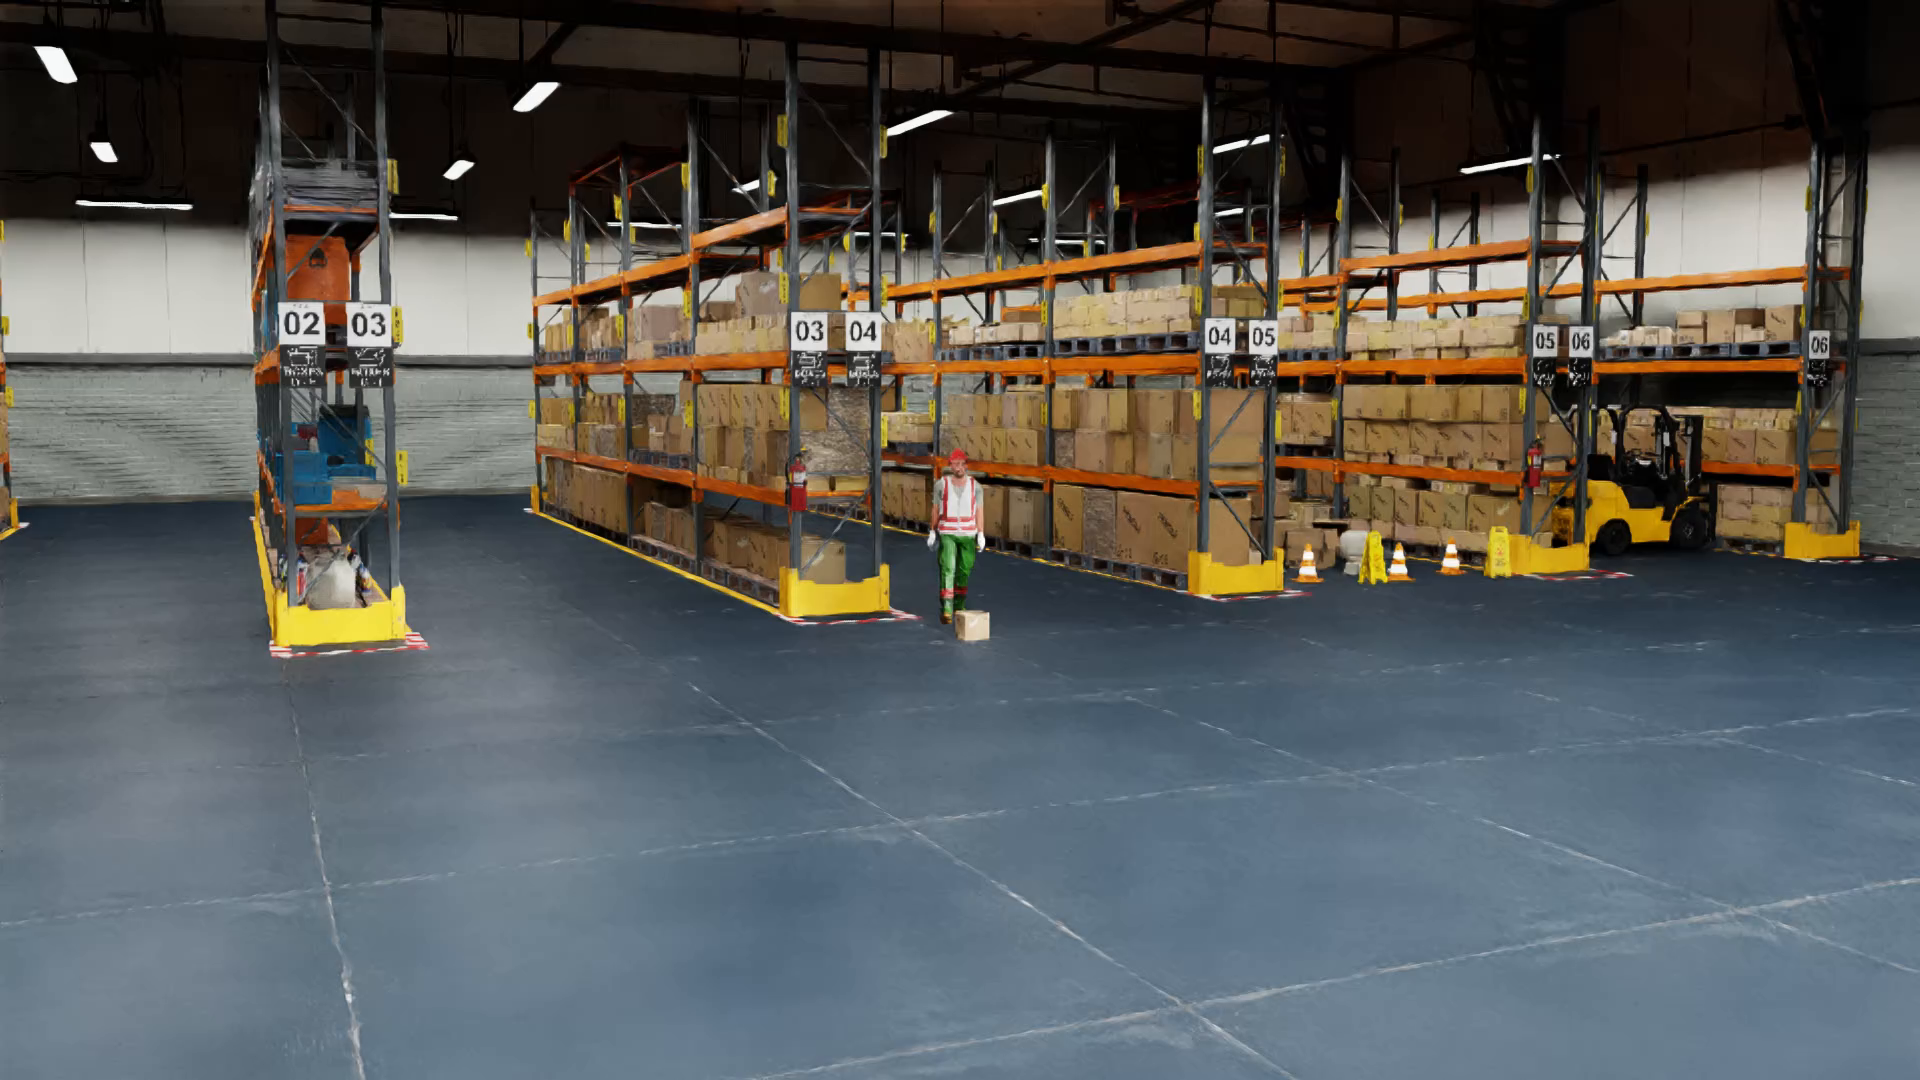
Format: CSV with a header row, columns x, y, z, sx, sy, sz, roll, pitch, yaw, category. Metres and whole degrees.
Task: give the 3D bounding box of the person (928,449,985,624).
x,y,z,sx,sy,sz,roll,pitch,yaw,category
-0.018,-0.045,17.004,0.571,1.766,0.836,-1,5,-10,person
